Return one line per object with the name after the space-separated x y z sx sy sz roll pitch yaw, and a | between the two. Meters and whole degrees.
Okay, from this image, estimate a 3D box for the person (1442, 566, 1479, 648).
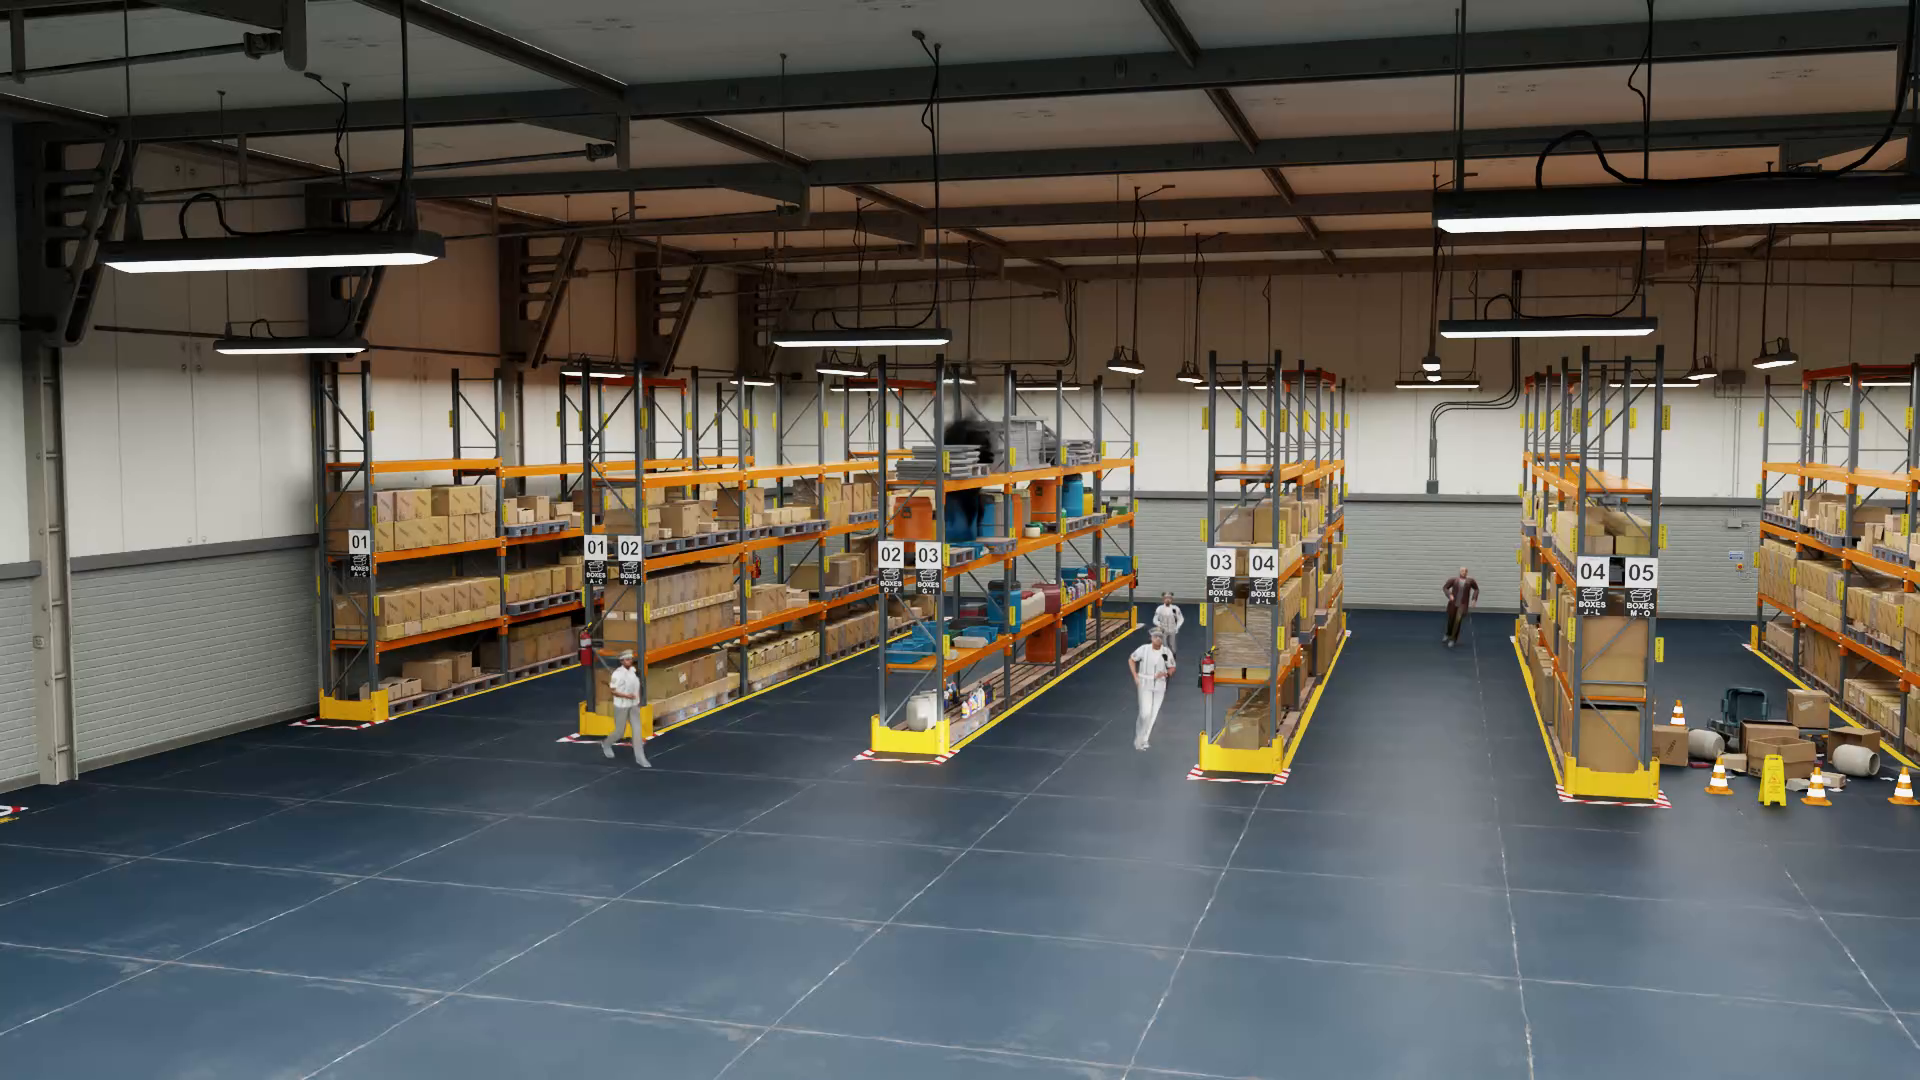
11.126 1.470 37.036 0.766 1.777 1.006 2 4 23 | person

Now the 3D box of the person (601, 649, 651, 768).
-4.852 2.419 24.133 0.939 1.697 0.595 3 5 38 | person

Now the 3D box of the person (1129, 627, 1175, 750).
2.796 2.147 24.001 0.639 1.804 0.570 -1 4 -7 | person

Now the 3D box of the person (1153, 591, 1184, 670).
4.100 1.834 32.732 0.605 1.648 0.530 0 4 6 | person
